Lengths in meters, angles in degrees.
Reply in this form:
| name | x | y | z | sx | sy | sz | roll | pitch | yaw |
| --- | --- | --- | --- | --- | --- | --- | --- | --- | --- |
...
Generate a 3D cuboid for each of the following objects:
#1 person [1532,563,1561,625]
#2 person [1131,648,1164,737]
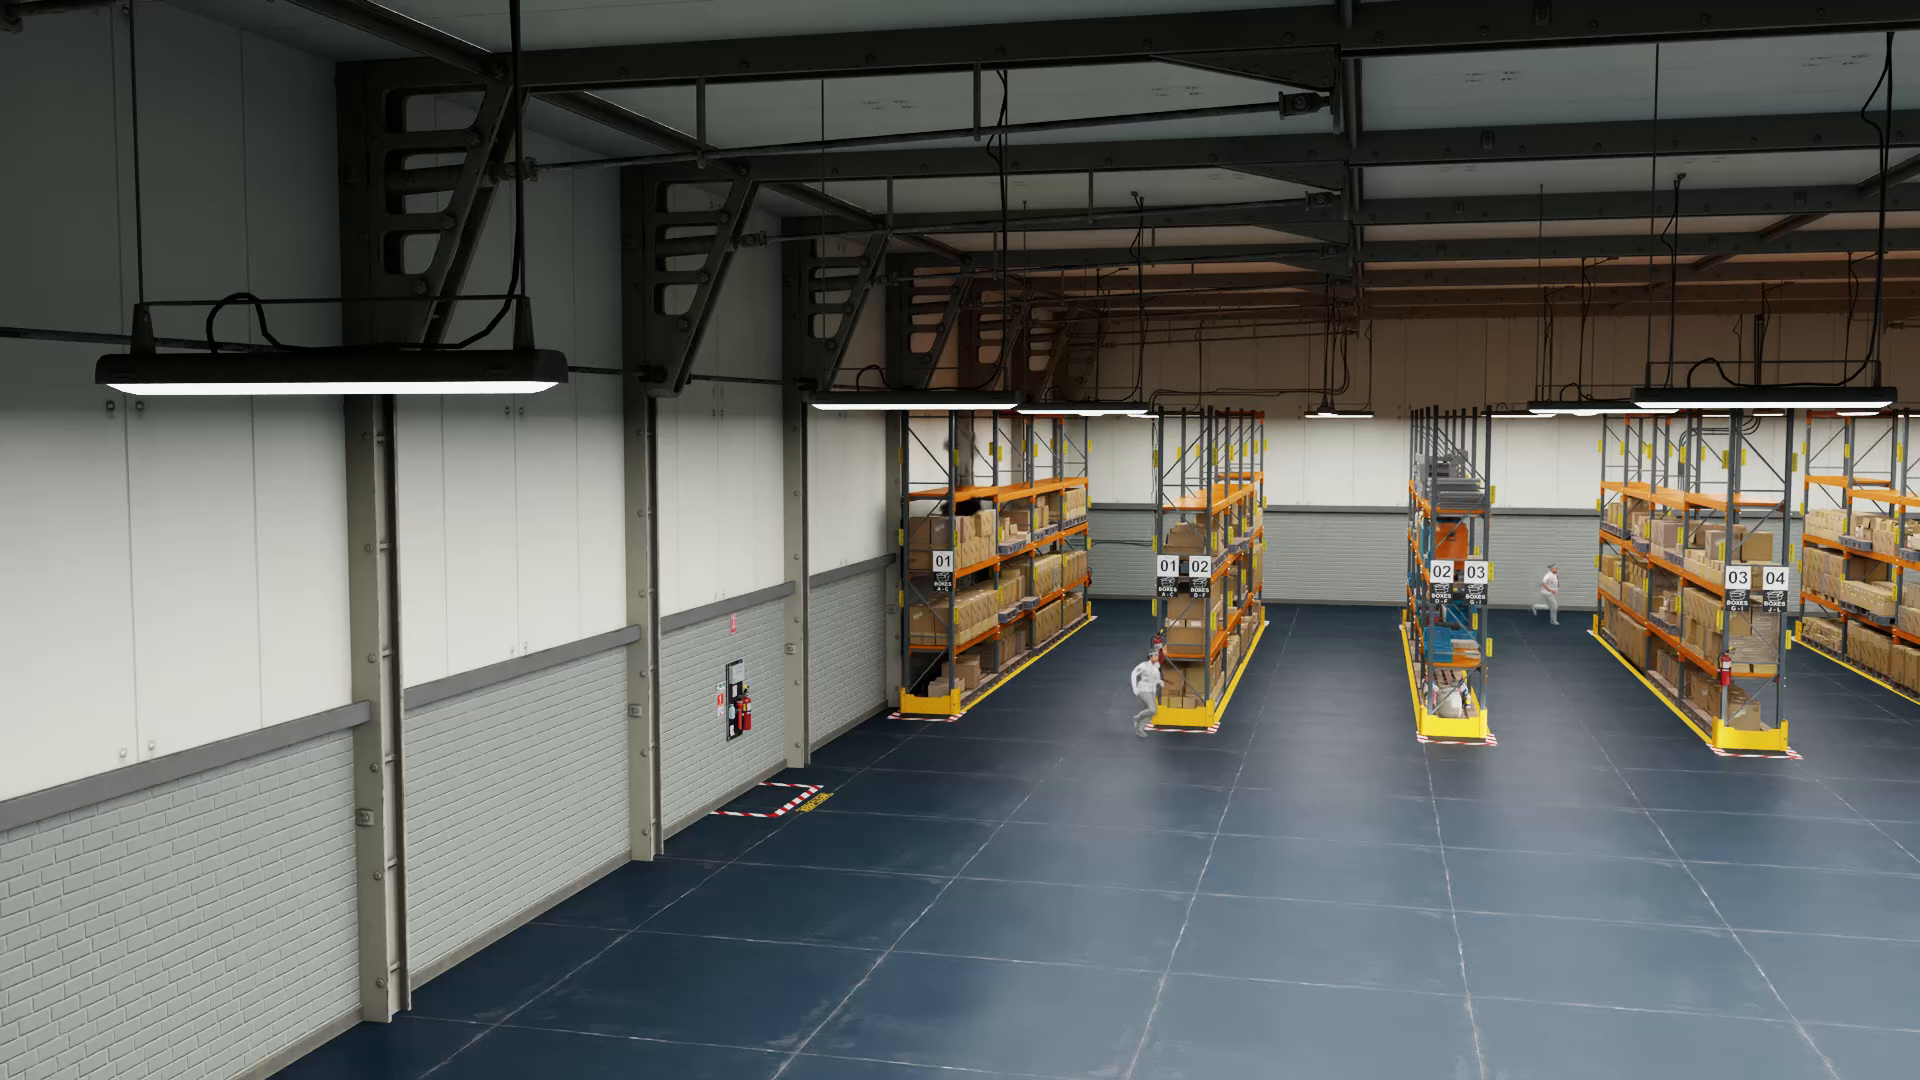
| name | x | y | z | sx | sy | sz | roll | pitch | yaw |
| --- | --- | --- | --- | --- | --- | --- | --- | --- | --- |
| person | 16.565 | 1.520 | 46.959 | 0.839 | 1.764 | 0.677 | 3 | 5 | 34 |
| person | 3.432 | 2.750 | 30.117 | 0.592 | 1.618 | 0.591 | 4 | 6 | 44 |
